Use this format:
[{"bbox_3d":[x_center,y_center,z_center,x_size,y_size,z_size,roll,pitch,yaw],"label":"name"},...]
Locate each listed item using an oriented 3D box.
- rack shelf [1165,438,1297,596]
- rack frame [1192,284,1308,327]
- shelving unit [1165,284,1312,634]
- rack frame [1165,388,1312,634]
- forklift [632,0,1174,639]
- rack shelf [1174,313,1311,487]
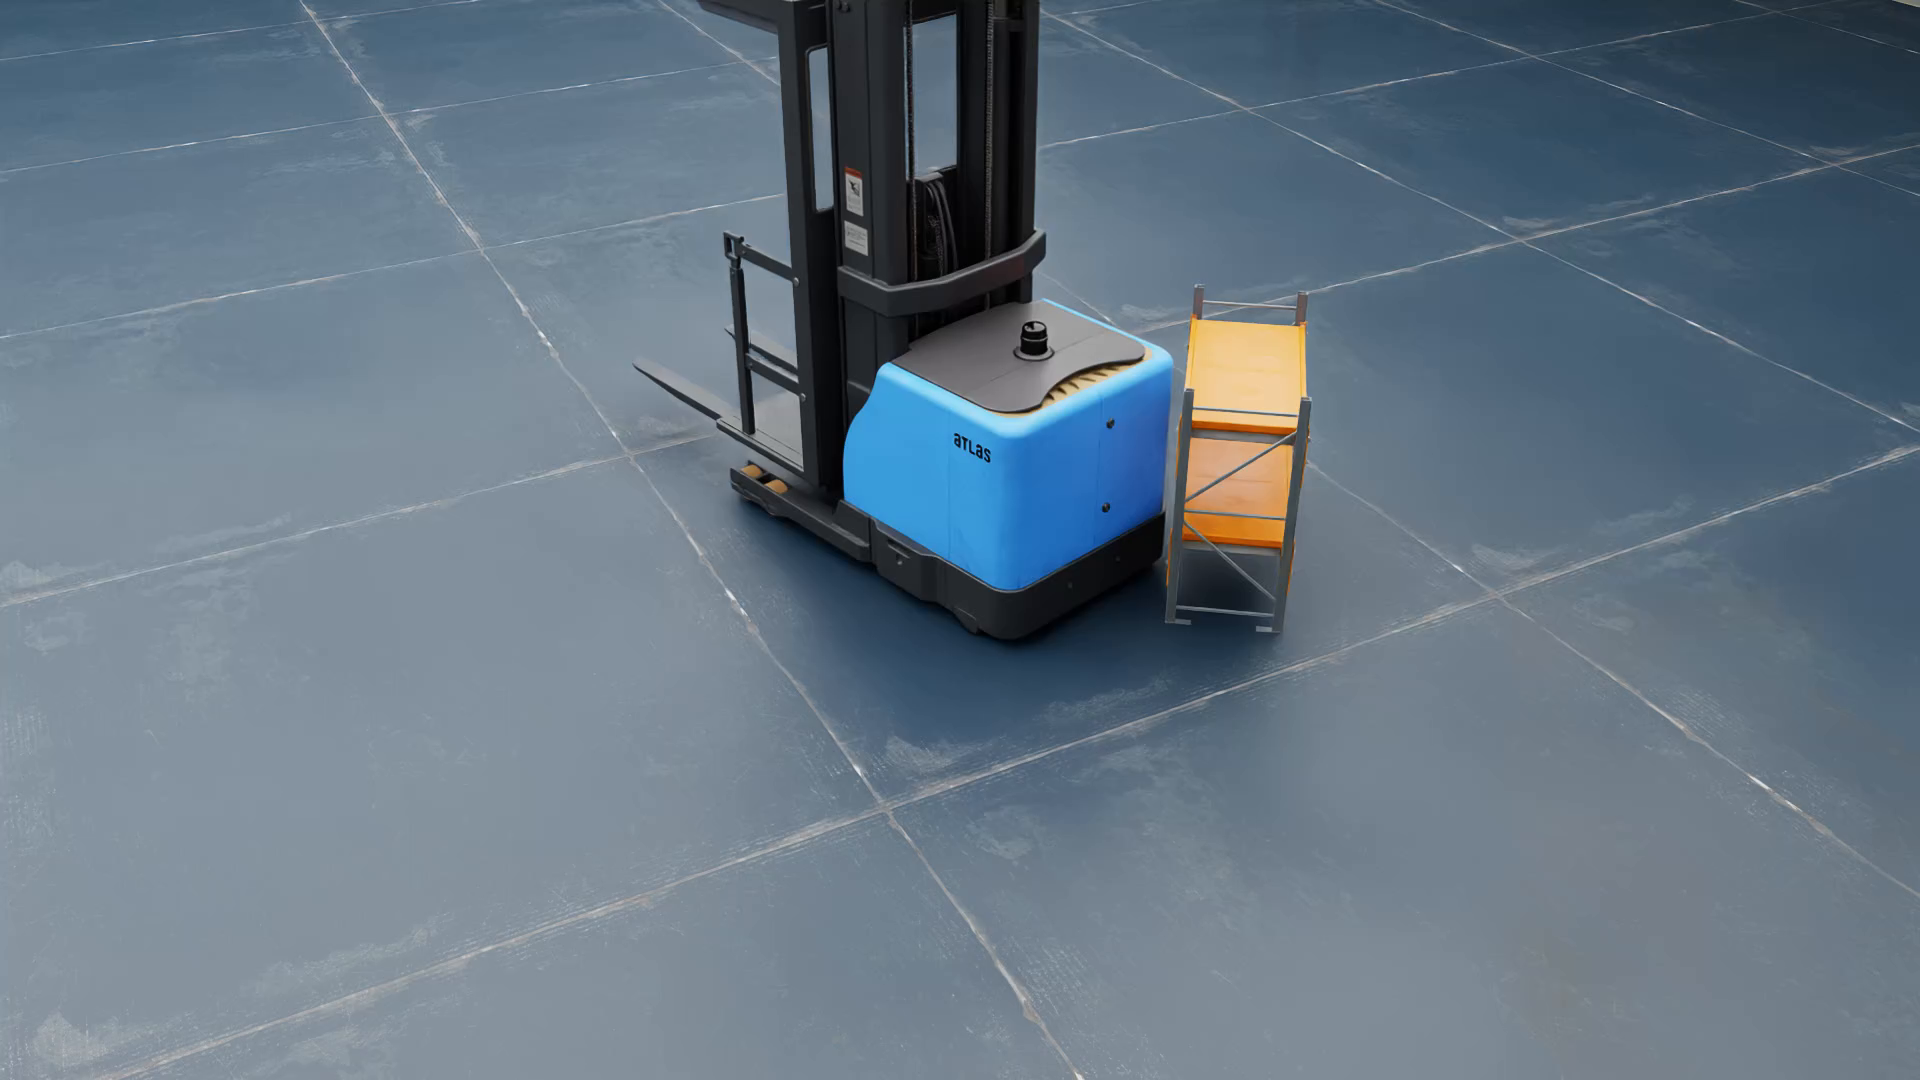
[{"bbox_3d":[1.216,-0.166,7.420,0.538,0.278,1.000,5,33,8],"label":"rack shelf"},{"bbox_3d":[1.298,-0.643,7.711,0.500,1.125,0.032,5,33,8],"label":"rack frame"},{"bbox_3d":[1.216,-0.372,7.288,0.538,1.125,1.048,5,33,8],"label":"shelving unit"},{"bbox_3d":[1.135,-0.102,6.866,0.500,1.125,0.032,5,33,8],"label":"rack frame"},{"bbox_3d":[-0.458,-1.520,7.406,1.130,2.935,3.031,-27,41,-35],"label":"forklift"},{"bbox_3d":[1.216,-0.619,7.131,0.538,0.278,1.000,5,33,8],"label":"rack shelf"}]
